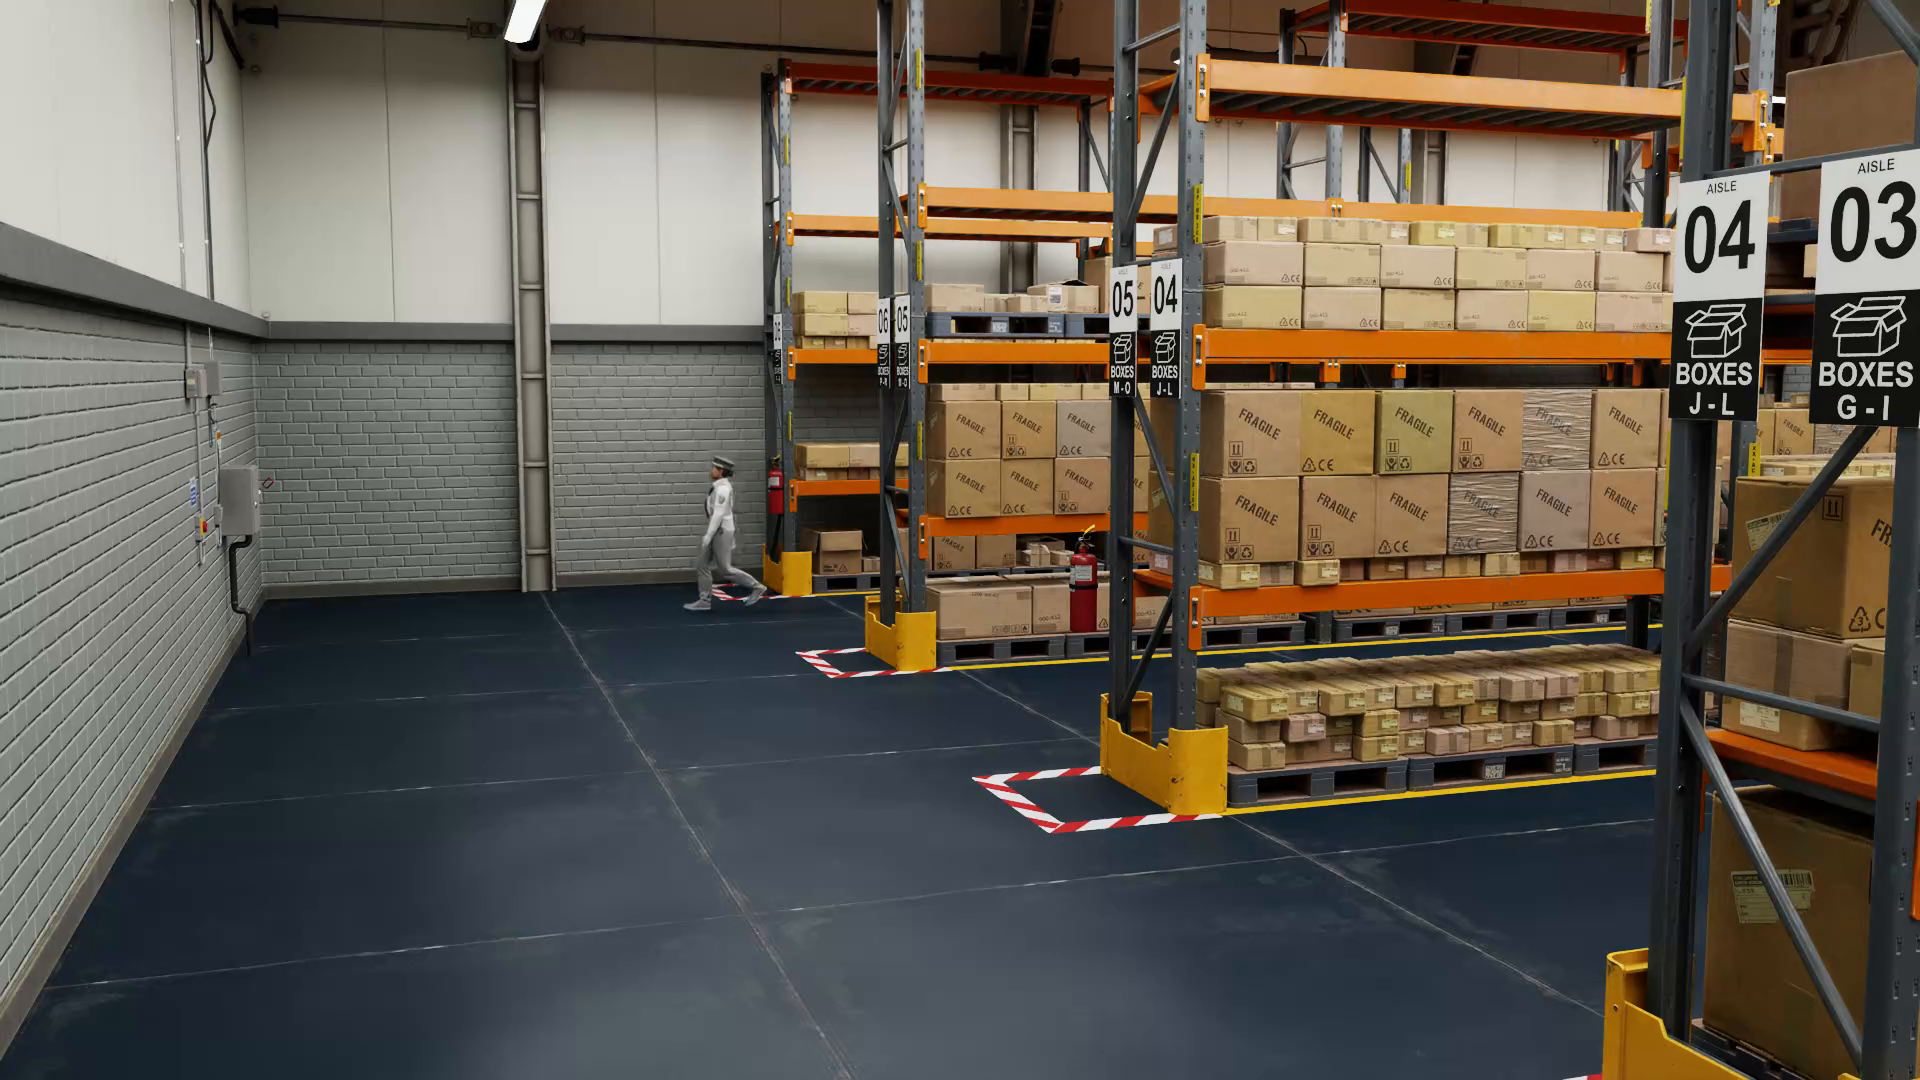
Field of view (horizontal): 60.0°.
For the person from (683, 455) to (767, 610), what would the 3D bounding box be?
[{"bbox_3d":[-2.488,-0.078,17.544,0.872,1.647,0.484,-1,6,-12],"label":"person"}]
